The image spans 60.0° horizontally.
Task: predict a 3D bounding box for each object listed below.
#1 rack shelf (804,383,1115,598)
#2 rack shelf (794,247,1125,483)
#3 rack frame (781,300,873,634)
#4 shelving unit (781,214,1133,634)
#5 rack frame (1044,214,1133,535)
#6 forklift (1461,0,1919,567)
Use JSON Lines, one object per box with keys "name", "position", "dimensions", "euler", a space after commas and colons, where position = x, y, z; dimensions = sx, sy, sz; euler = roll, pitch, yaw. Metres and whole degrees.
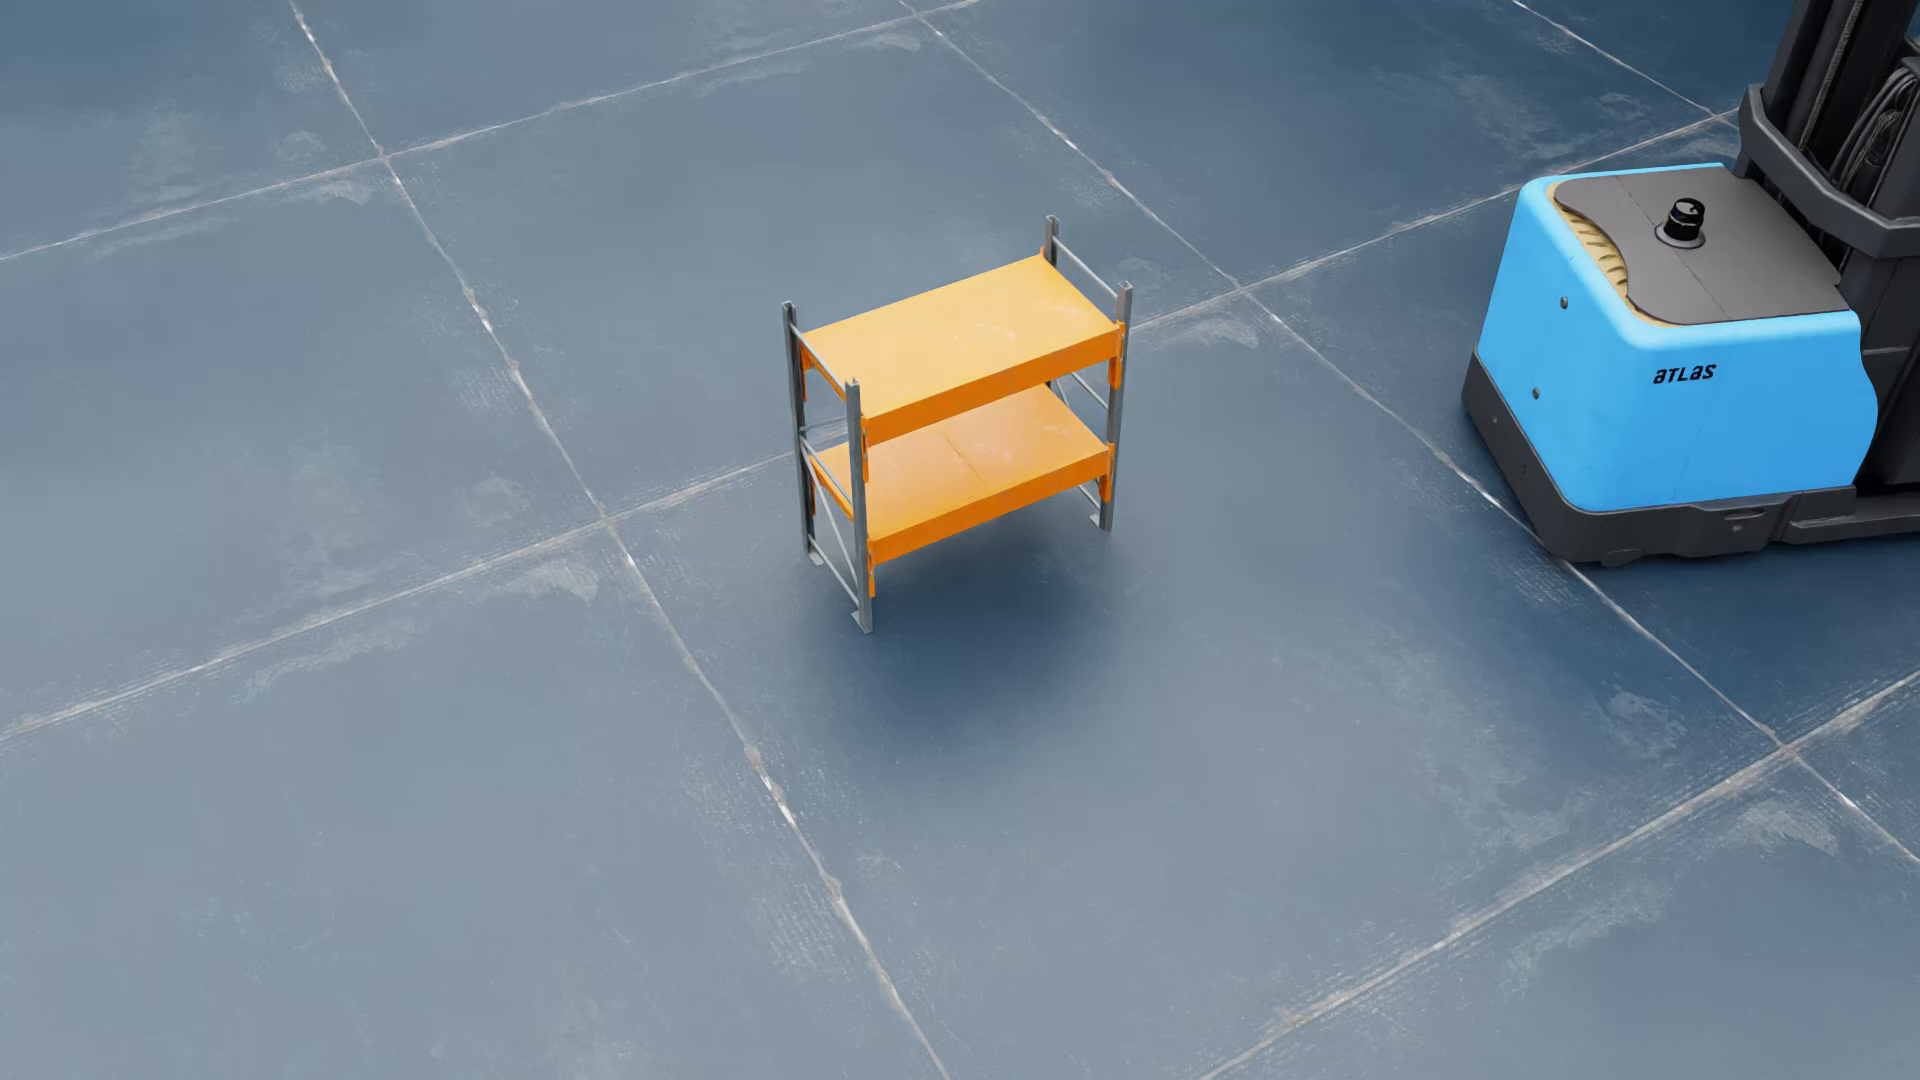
{"name": "rack shelf", "position": [-0.006, -0.226, 6.026], "dimensions": [1.000, 0.278, 0.538], "euler": [-22, 48, -21]}
{"name": "rack shelf", "position": [-0.006, -0.611, 5.652], "dimensions": [1.000, 0.278, 0.538], "euler": [-22, 48, -21]}
{"name": "rack frame", "position": [-0.447, -0.225, 5.674], "dimensions": [0.032, 1.125, 0.500], "euler": [-22, 48, -21]}
{"name": "shelving unit", "position": [-0.006, -0.401, 5.856], "dimensions": [1.048, 1.125, 0.538], "euler": [-22, 48, -21]}
{"name": "rack frame", "position": [0.435, -0.578, 6.038], "dimensions": [0.032, 1.125, 0.500], "euler": [-22, 48, -21]}
{"name": "forklift", "position": [3.591, -1.425, 5.614], "dimensions": [3.031, 2.935, 1.130], "euler": [-6, 44, -6]}
